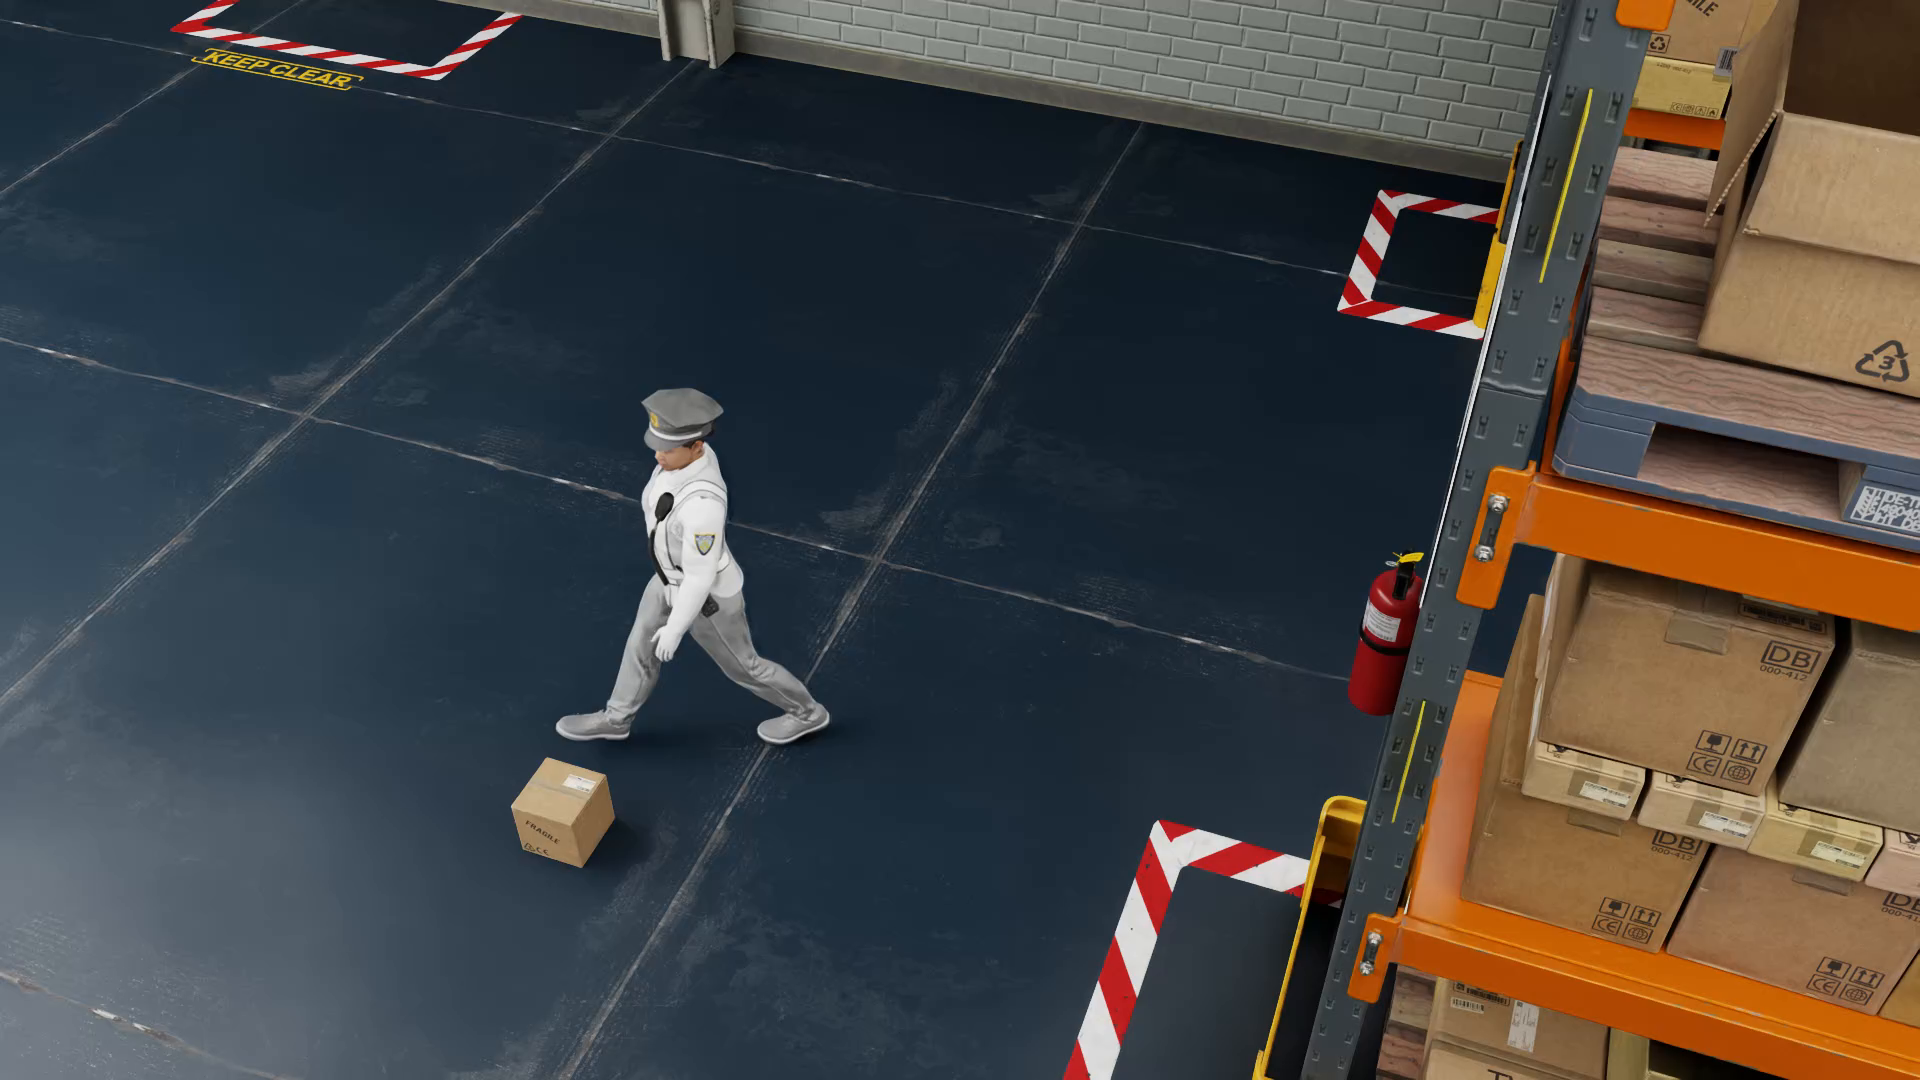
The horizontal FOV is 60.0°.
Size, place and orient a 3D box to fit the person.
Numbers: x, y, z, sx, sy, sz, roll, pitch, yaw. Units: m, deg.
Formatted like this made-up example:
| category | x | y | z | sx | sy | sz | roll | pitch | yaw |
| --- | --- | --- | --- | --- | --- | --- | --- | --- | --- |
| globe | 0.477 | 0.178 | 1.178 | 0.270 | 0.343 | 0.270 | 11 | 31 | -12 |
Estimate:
| category | x | y | z | sx | sy | sz | roll | pitch | yaw |
| --- | --- | --- | --- | --- | --- | --- | --- | --- | --- |
| person | -1.031 | 0.178 | 5.958 | 1.005 | 1.607 | 0.514 | -15 | 44 | -16 |
